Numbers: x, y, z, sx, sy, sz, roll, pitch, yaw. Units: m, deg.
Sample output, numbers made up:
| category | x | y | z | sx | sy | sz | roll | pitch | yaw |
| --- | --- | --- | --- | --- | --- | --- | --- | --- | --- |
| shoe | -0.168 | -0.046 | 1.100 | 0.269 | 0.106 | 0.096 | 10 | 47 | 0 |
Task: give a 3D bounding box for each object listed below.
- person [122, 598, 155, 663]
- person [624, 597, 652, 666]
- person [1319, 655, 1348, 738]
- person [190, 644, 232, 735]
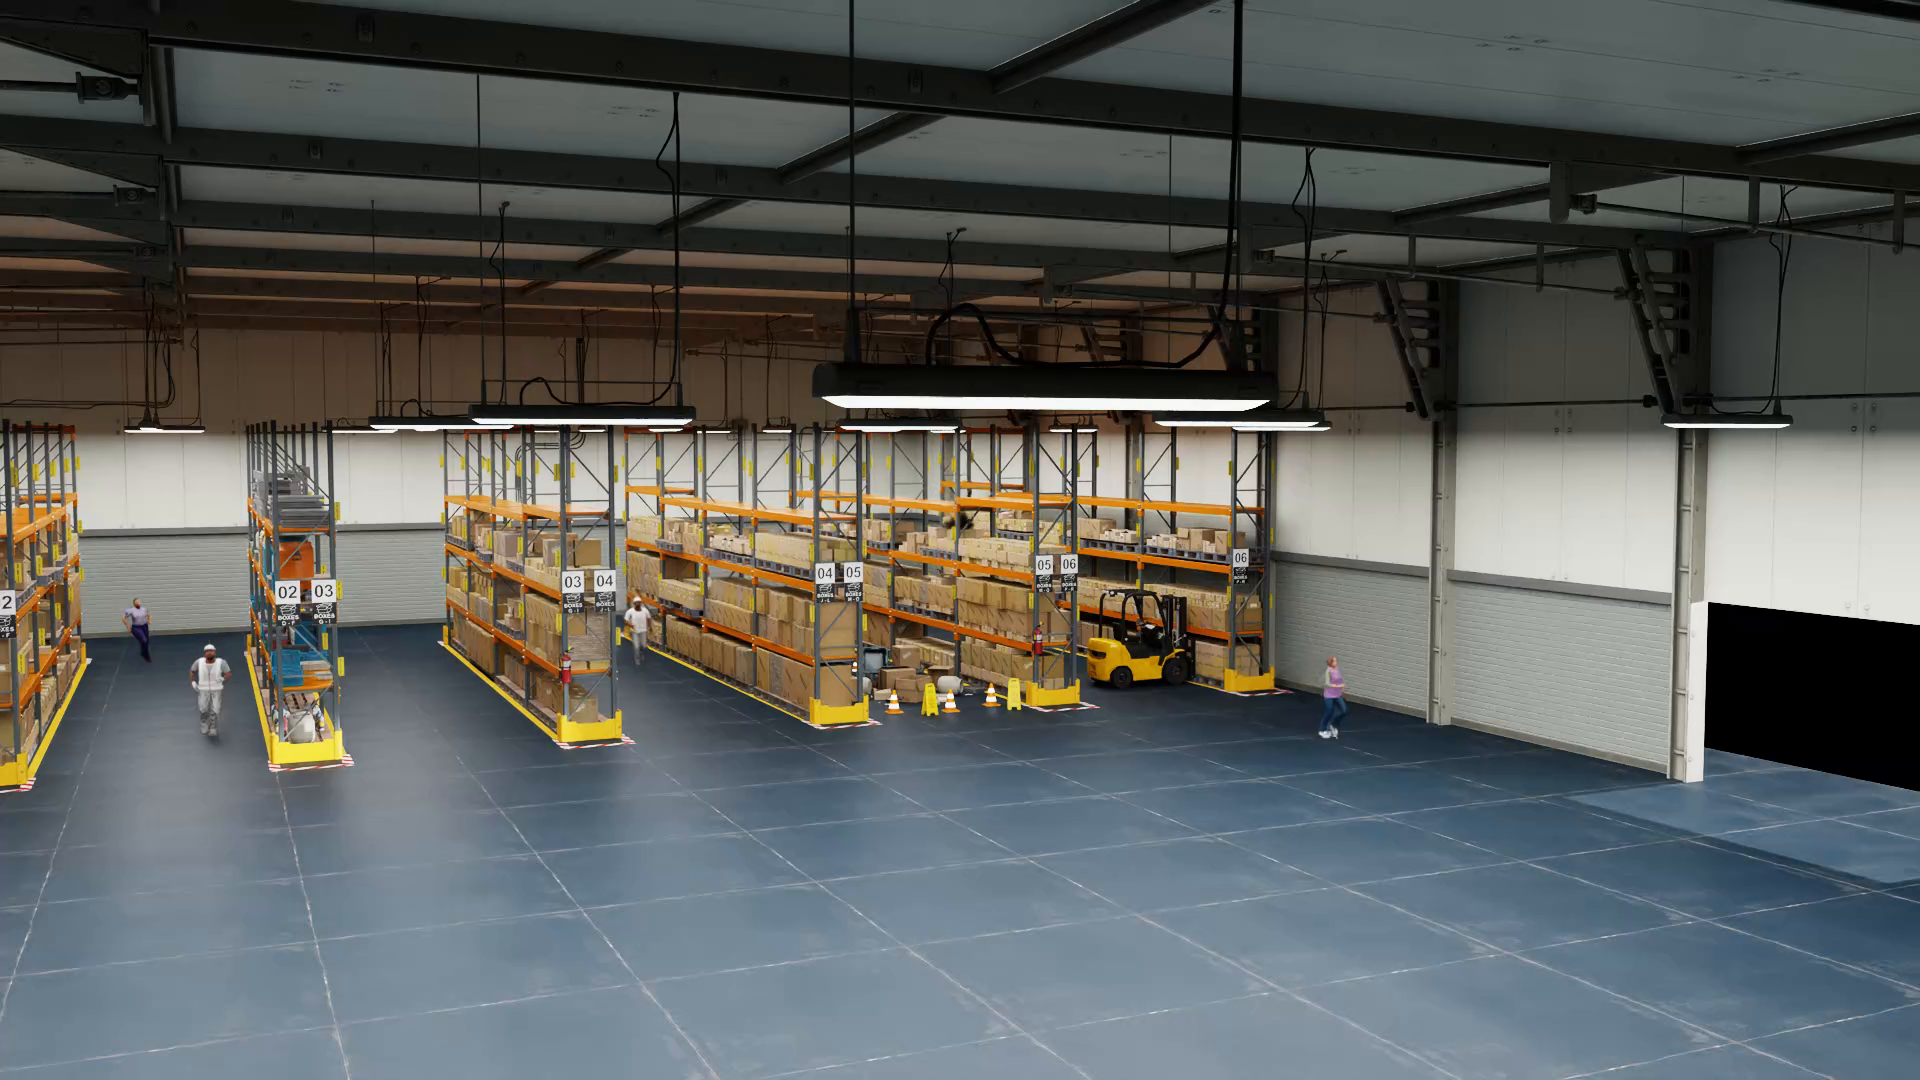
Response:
| category | x | y | z | sx | sy | sz | roll | pitch | yaw |
| --- | --- | --- | --- | --- | --- | --- | --- | --- | --- |
| person | -20.739 | 2.294 | 42.082 | 0.758 | 1.675 | 0.697 | 2 | 4 | 33 |
| person | -8.000 | 2.278 | 41.401 | 0.700 | 1.723 | 0.582 | -1 | 4 | -21 |
| person | 7.045 | 3.072 | 31.338 | 0.510 | 1.355 | 0.644 | -3 | 4 | -36 |
| person | -14.231 | 2.858 | 31.584 | 0.739 | 1.744 | 0.548 | -1 | 4 | -20 |
